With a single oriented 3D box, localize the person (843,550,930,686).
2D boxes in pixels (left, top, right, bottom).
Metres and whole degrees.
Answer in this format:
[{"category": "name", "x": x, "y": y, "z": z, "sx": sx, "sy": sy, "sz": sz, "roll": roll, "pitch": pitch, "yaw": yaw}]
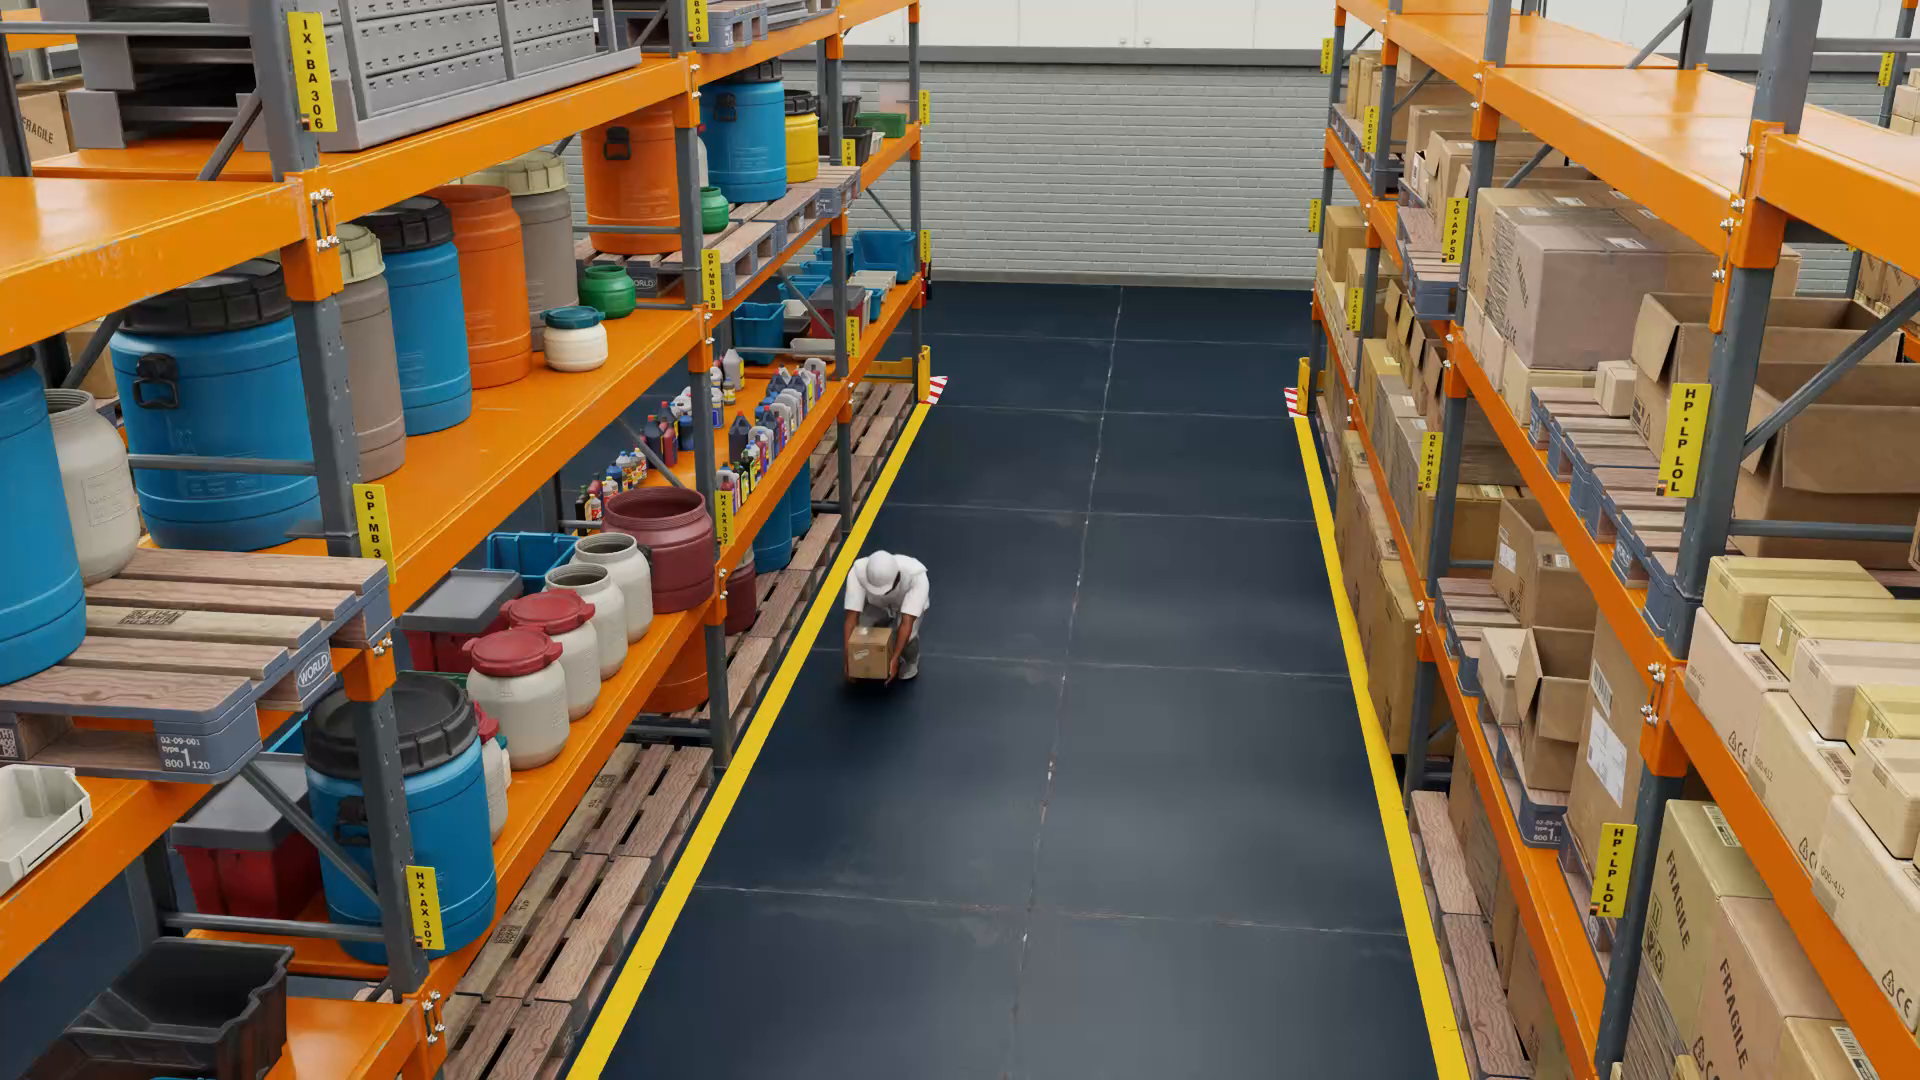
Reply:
[{"category": "person", "x": -0.457, "y": 0.455, "z": 10.937, "sx": 0.547, "sy": 1.007, "sz": 0.921, "roll": 6, "pitch": 22, "yaw": 14}]
